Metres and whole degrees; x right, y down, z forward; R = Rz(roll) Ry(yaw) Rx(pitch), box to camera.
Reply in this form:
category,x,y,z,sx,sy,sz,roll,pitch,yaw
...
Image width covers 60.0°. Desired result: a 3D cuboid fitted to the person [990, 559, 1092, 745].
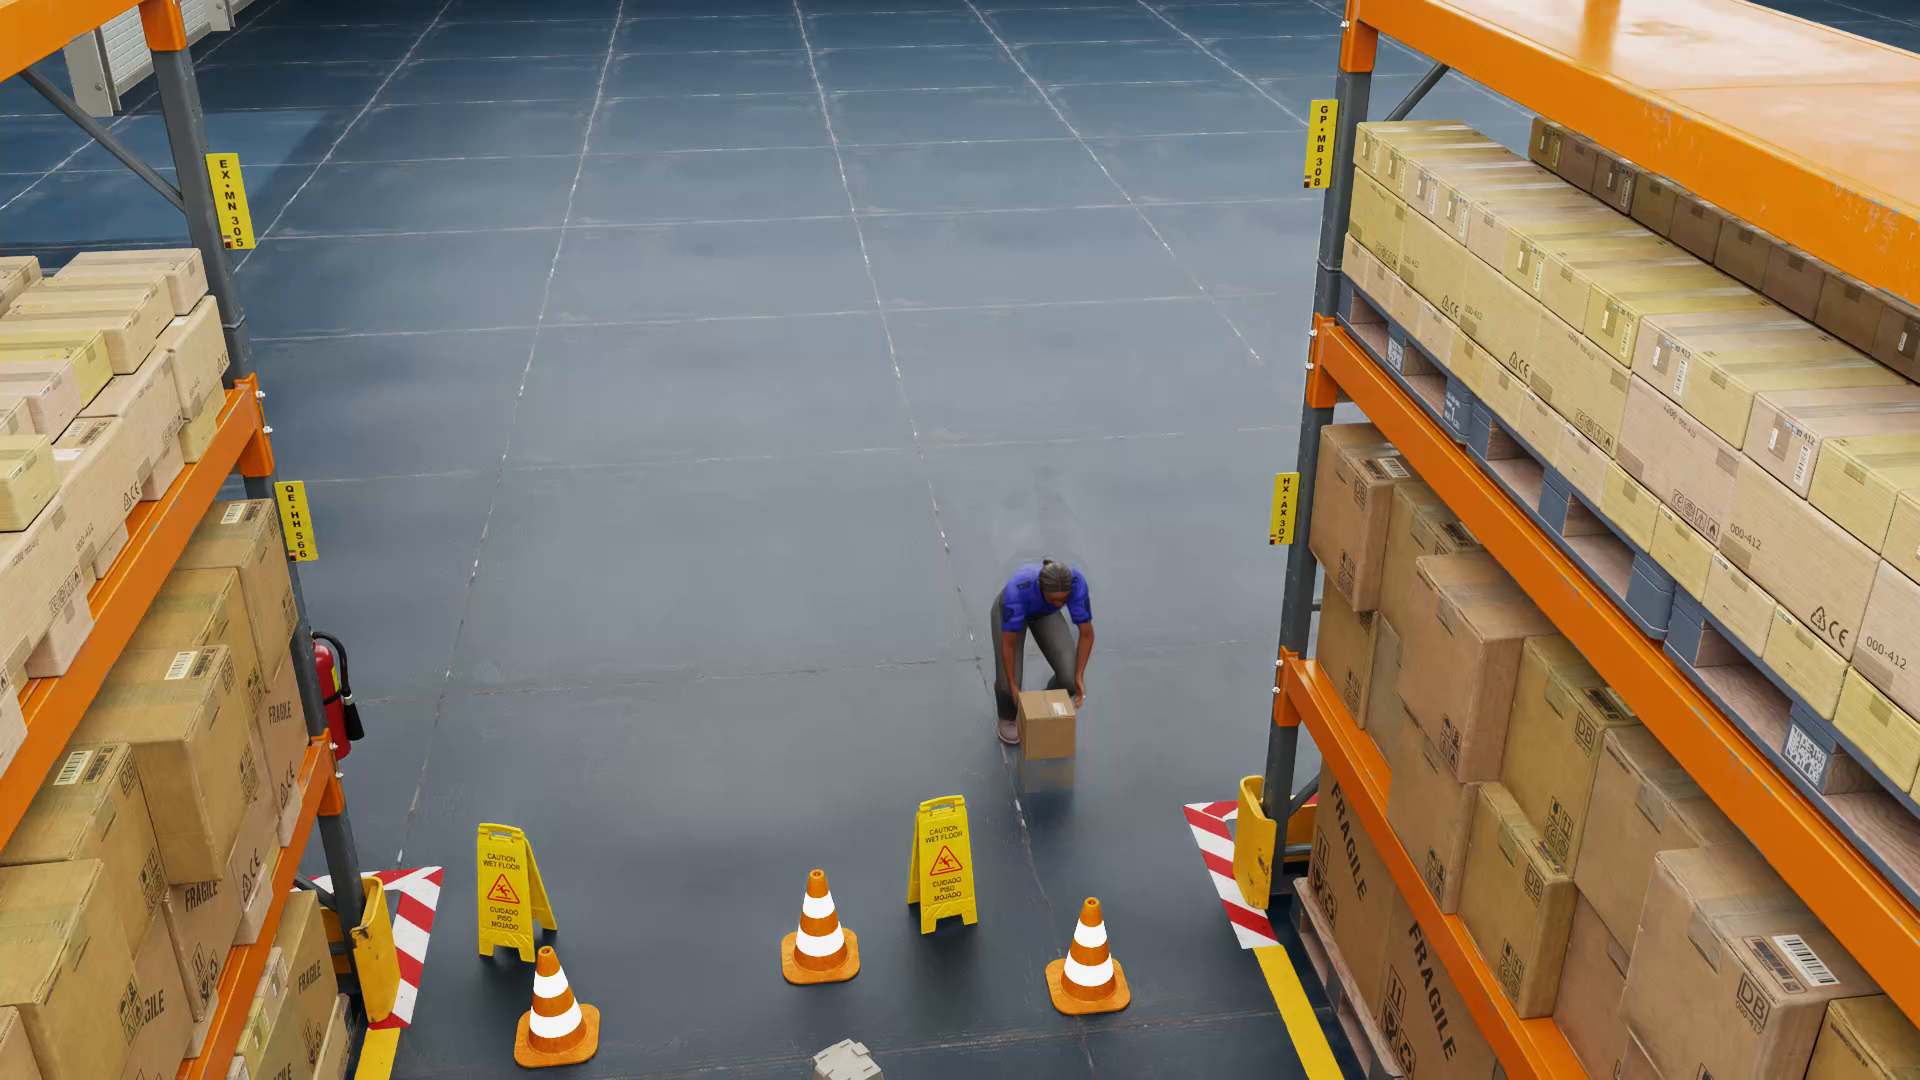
category,x,y,z,sx,sy,sz,roll,pitch,yaw
person,0.404,0.520,8.738,0.486,1.068,0.556,-4,28,-7
